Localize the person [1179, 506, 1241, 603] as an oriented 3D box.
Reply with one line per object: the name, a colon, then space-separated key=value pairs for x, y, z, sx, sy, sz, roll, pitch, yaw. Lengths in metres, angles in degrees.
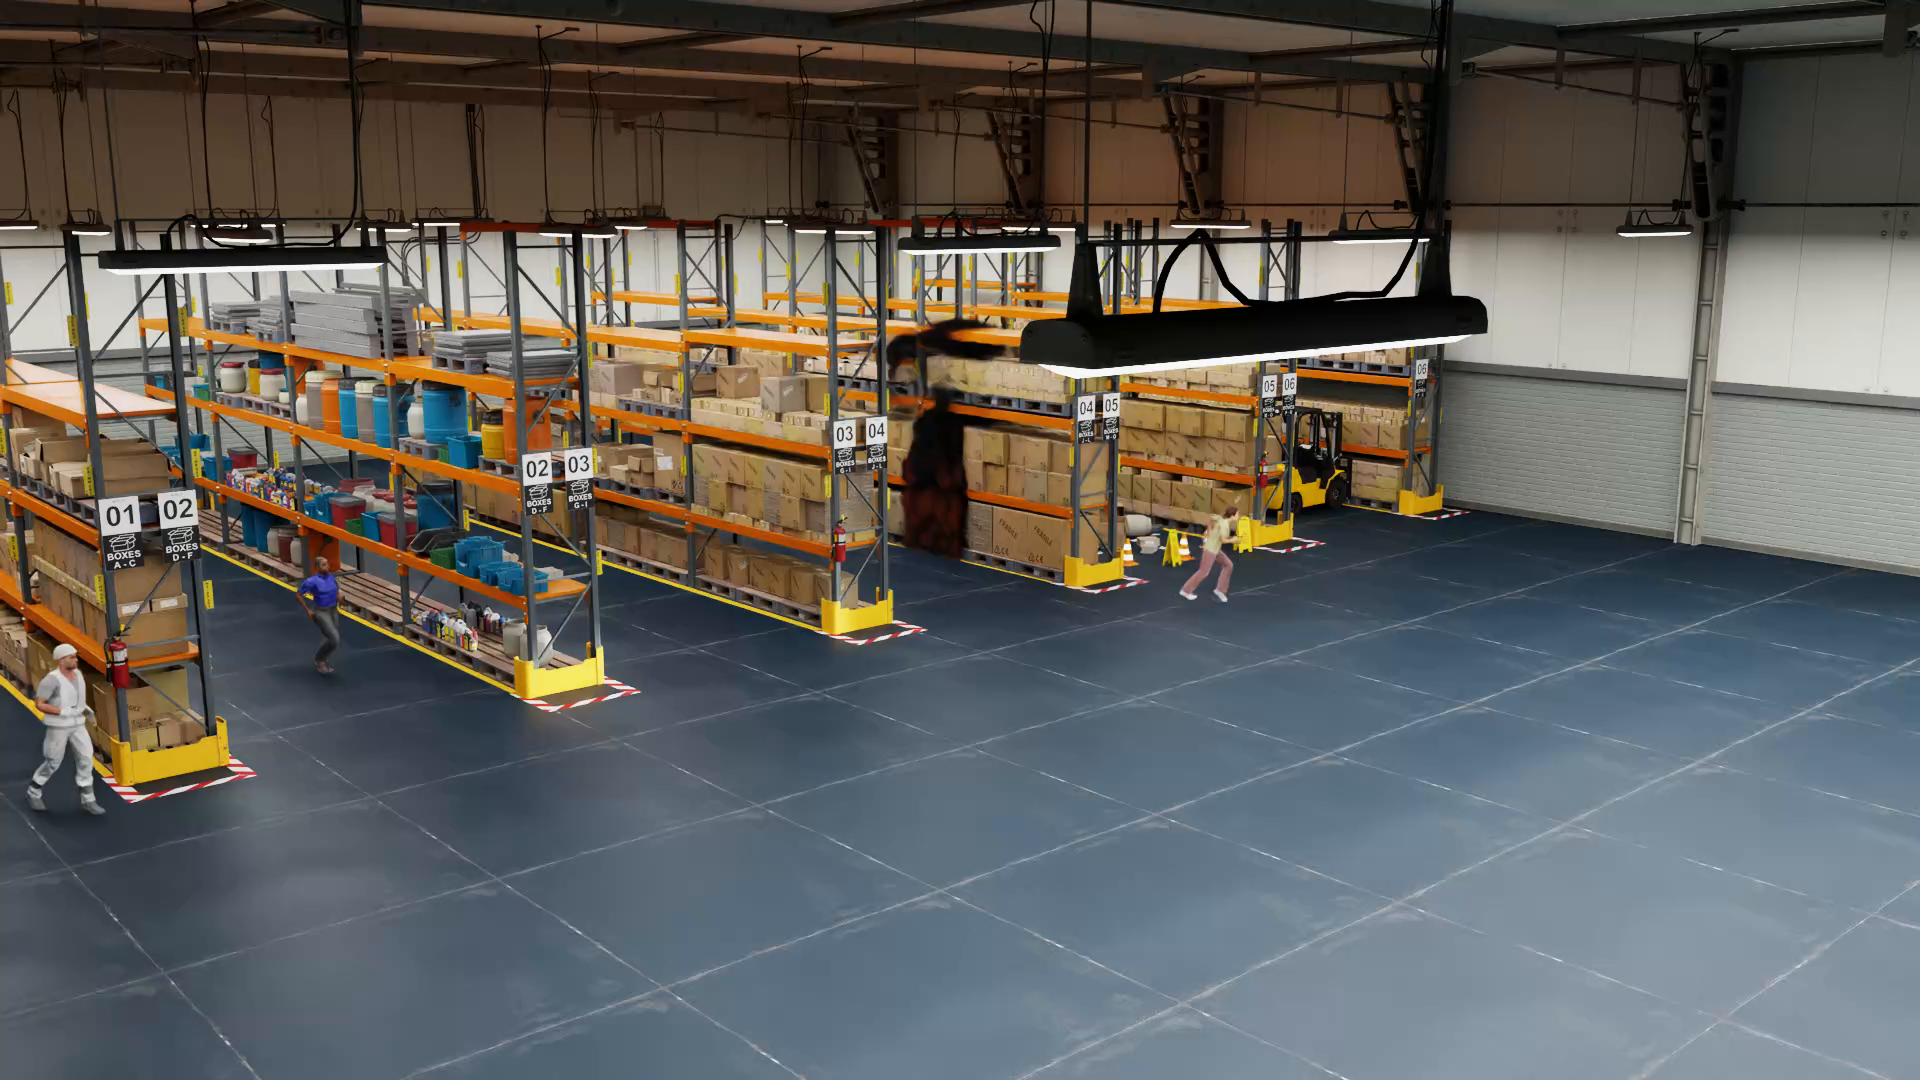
person: x=4.030 y=0.241 z=26.809 sx=0.951 sy=1.608 sz=0.614 roll=1 pitch=11 yaw=4

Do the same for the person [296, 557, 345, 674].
person: x=-8.602 y=1.037 z=22.603 sx=0.628 sy=1.607 sz=0.552 roll=5 pitch=12 yaw=24

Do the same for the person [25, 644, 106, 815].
person: x=-9.395 y=1.977 z=17.547 sx=0.889 sy=1.797 sz=0.714 roll=4 pitch=12 yaw=18
